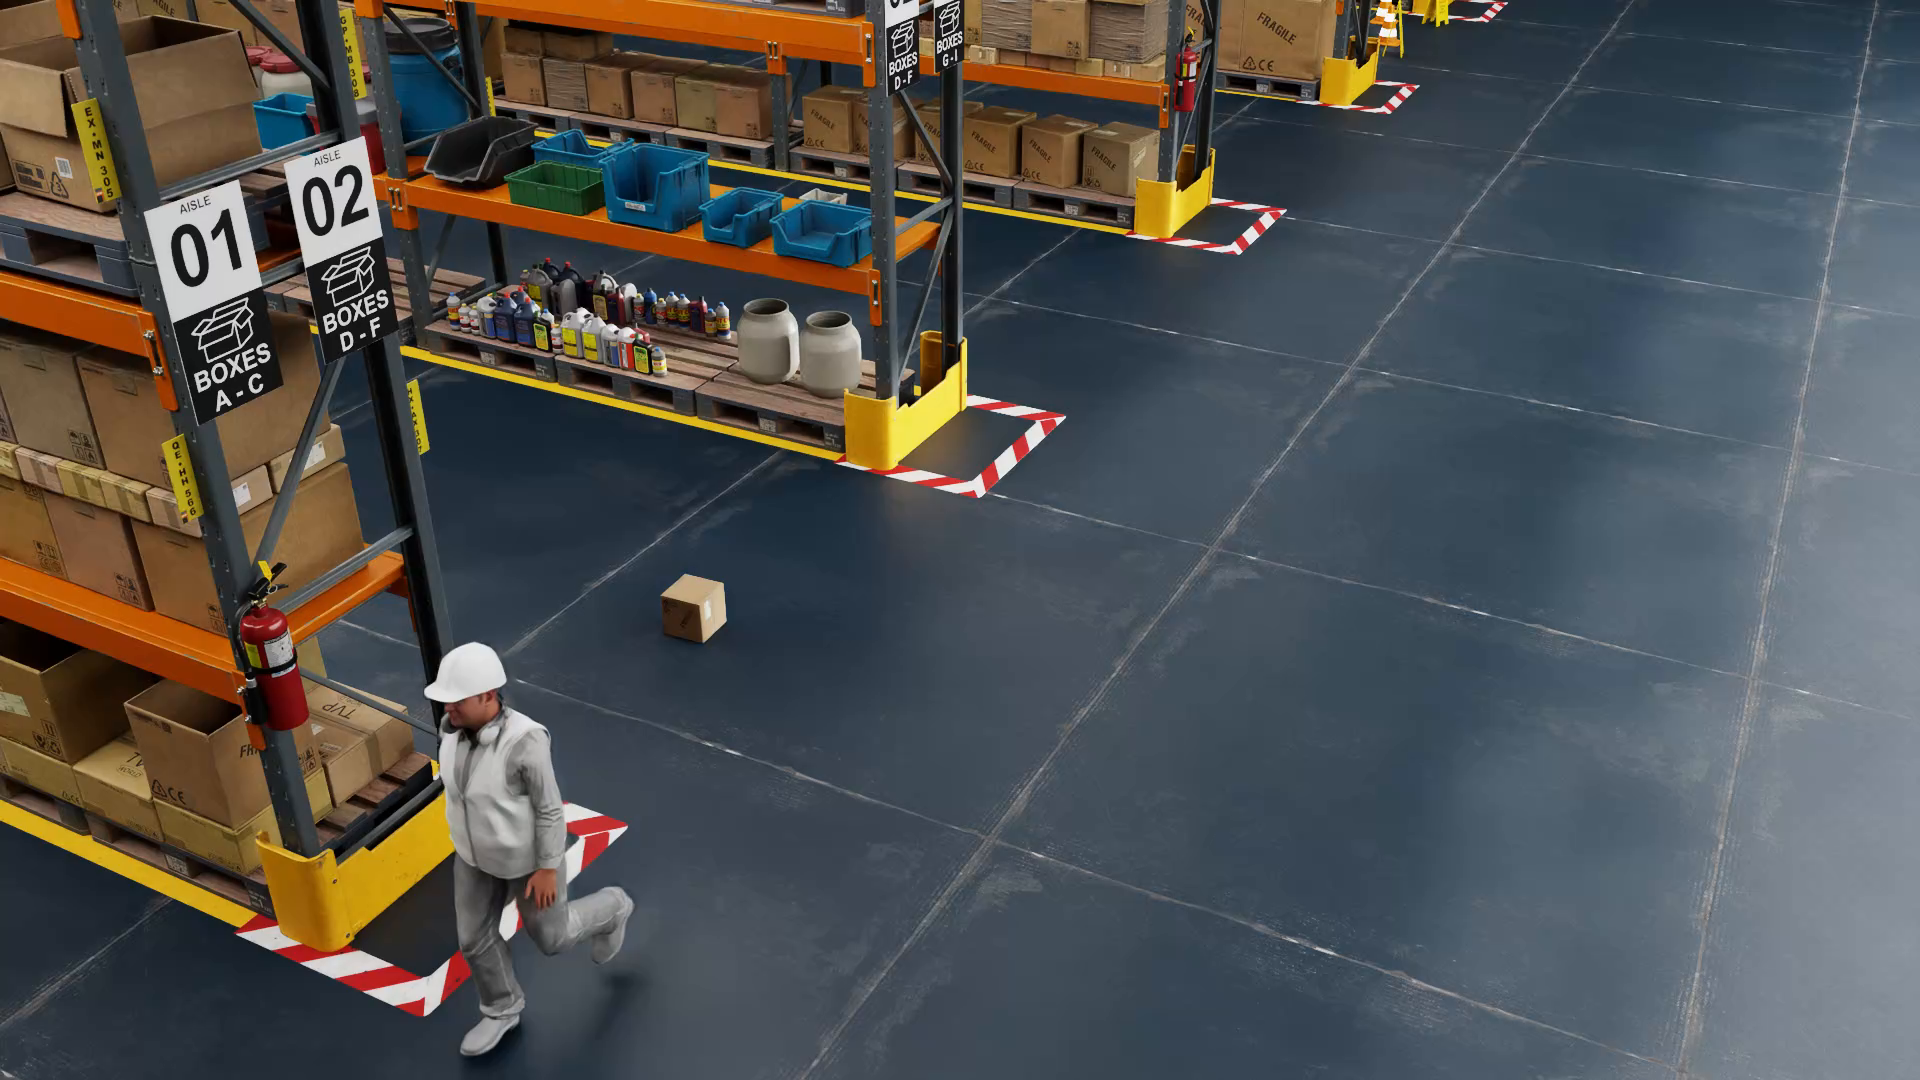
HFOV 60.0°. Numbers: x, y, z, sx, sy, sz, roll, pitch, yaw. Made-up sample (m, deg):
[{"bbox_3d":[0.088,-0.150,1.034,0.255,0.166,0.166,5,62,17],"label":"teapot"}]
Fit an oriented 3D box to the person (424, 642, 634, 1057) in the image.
[{"bbox_3d":[-1.676,1.112,6.332,0.584,1.745,0.840,13,32,22],"label":"person"}]
